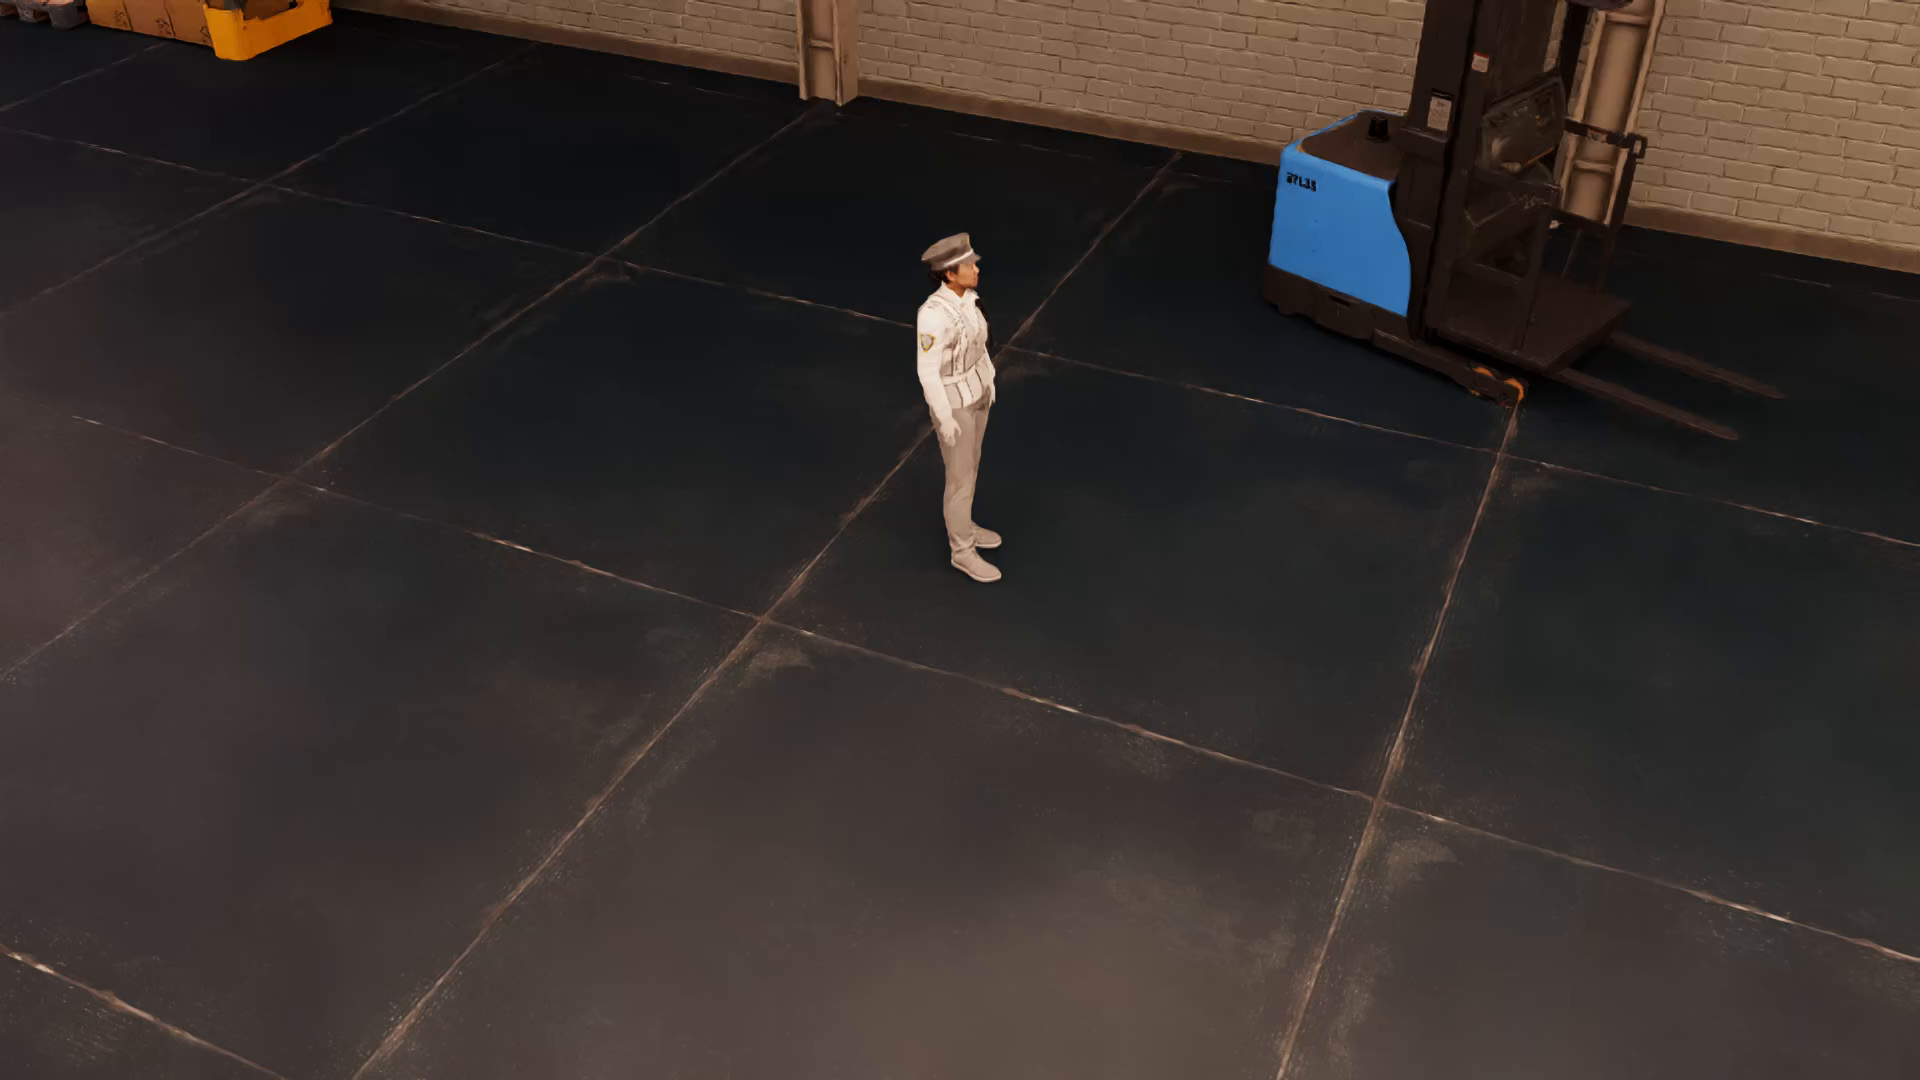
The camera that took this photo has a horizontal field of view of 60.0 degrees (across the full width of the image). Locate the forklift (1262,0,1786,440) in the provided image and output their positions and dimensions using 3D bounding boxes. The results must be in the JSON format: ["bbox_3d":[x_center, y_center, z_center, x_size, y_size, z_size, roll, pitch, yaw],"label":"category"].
[{"bbox_3d":[3.344,-2.307,9.321,3.031,2.935,1.130,30,45,35],"label":"forklift"}]

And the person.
[{"bbox_3d":[0.058,-0.676,8.086,0.532,1.695,0.586,15,38,20],"label":"person"}]
